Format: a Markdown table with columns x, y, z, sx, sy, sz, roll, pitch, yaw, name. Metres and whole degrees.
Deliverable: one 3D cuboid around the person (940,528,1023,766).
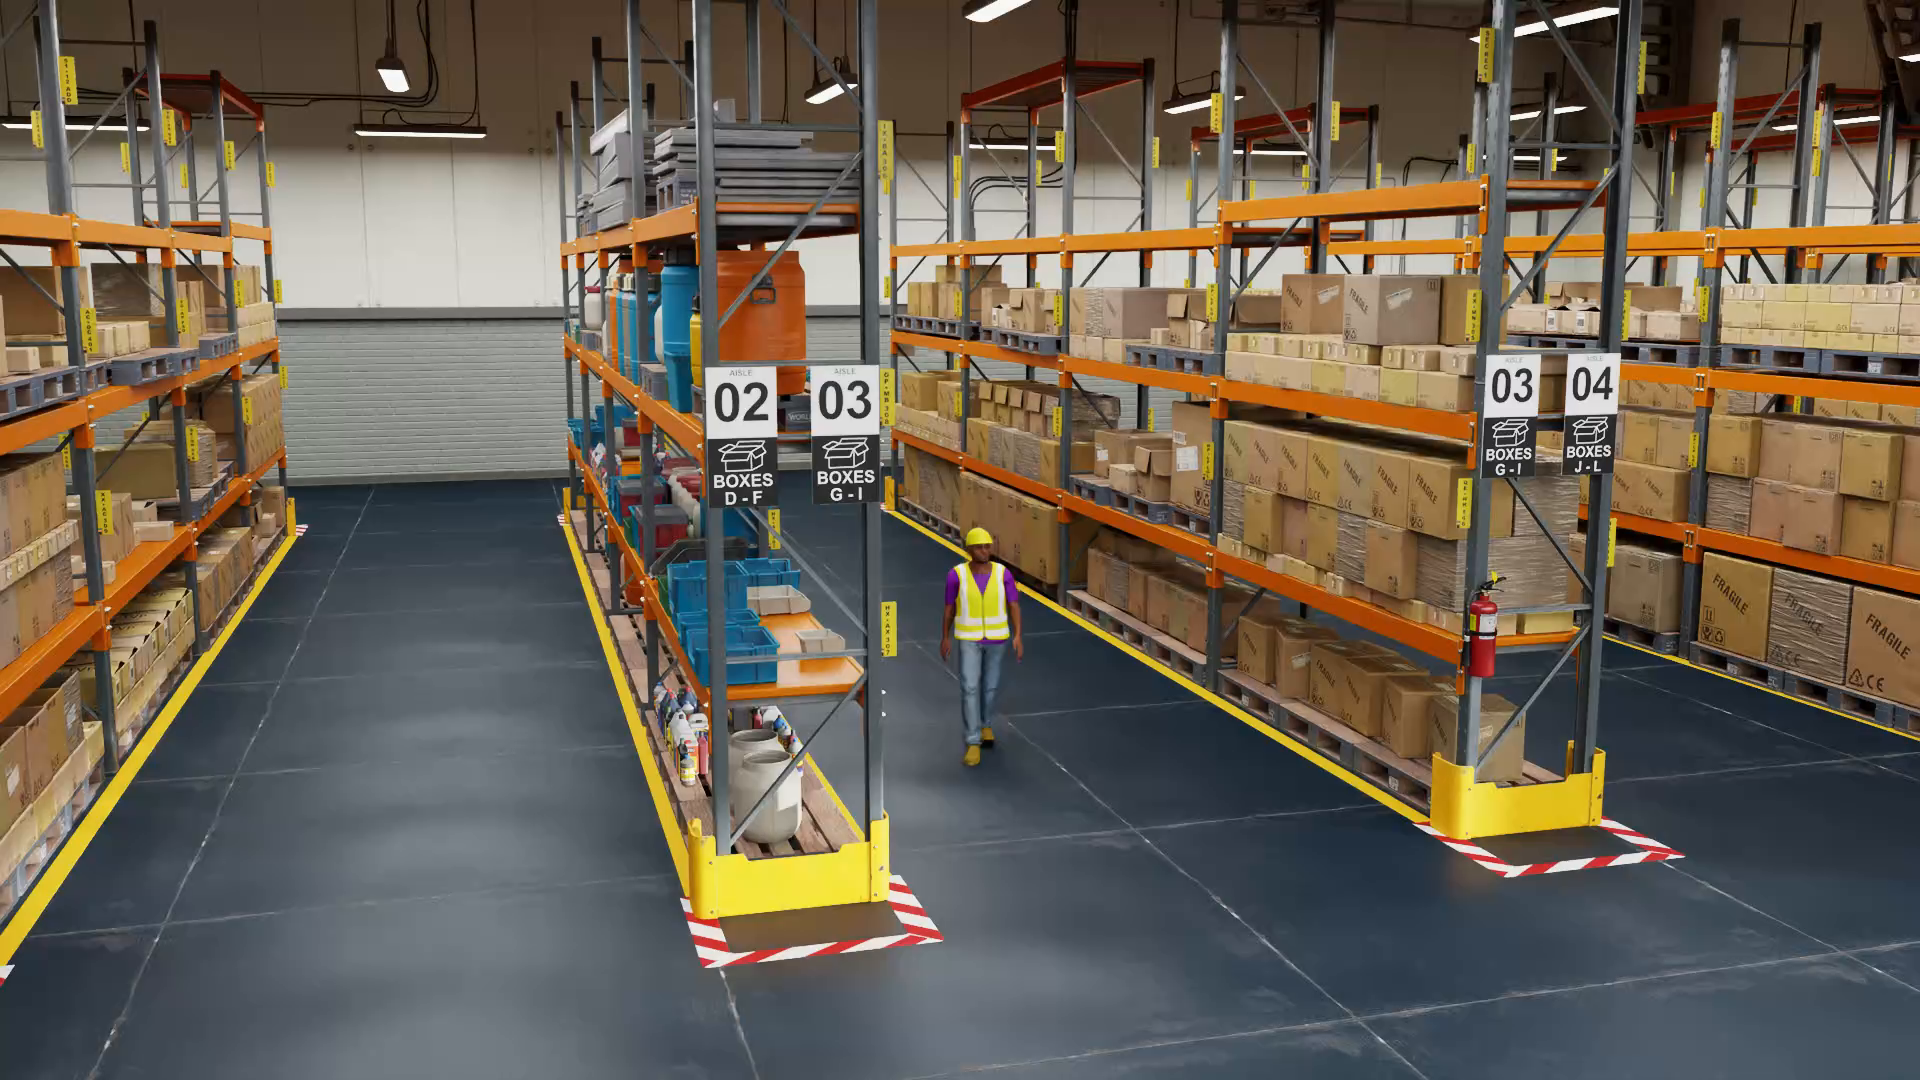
| x | y | z | sx | sy | sz | roll | pitch | yaw | name |
| --- | --- | --- | --- | --- | --- | --- | --- | --- | --- |
| 0.184 | 0.782 | 12.875 | 0.614 | 1.728 | 0.914 | -1 | 9 | -9 | person |
